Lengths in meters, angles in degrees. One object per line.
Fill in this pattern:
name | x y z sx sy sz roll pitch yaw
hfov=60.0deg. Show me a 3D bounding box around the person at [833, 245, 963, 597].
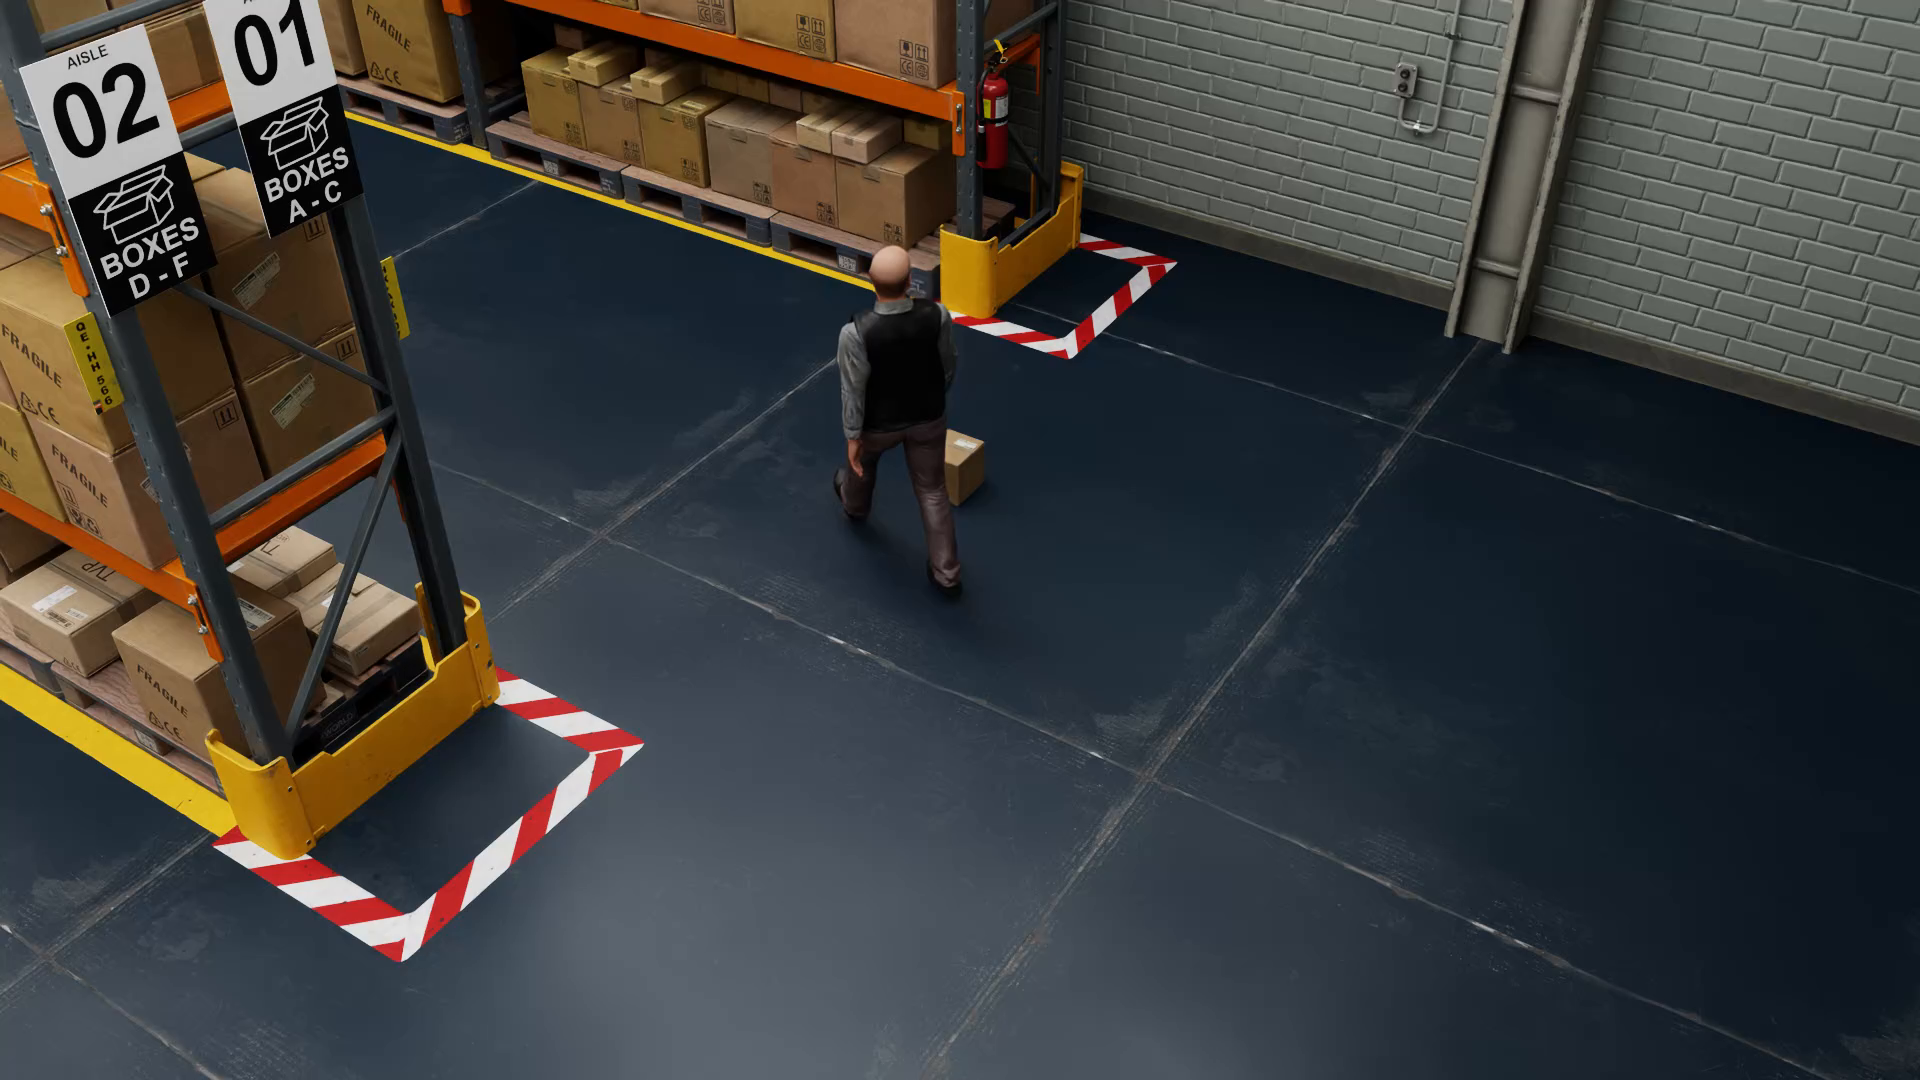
person | -0.298 -0.627 7.525 0.559 1.663 1.046 -10 39 -12
